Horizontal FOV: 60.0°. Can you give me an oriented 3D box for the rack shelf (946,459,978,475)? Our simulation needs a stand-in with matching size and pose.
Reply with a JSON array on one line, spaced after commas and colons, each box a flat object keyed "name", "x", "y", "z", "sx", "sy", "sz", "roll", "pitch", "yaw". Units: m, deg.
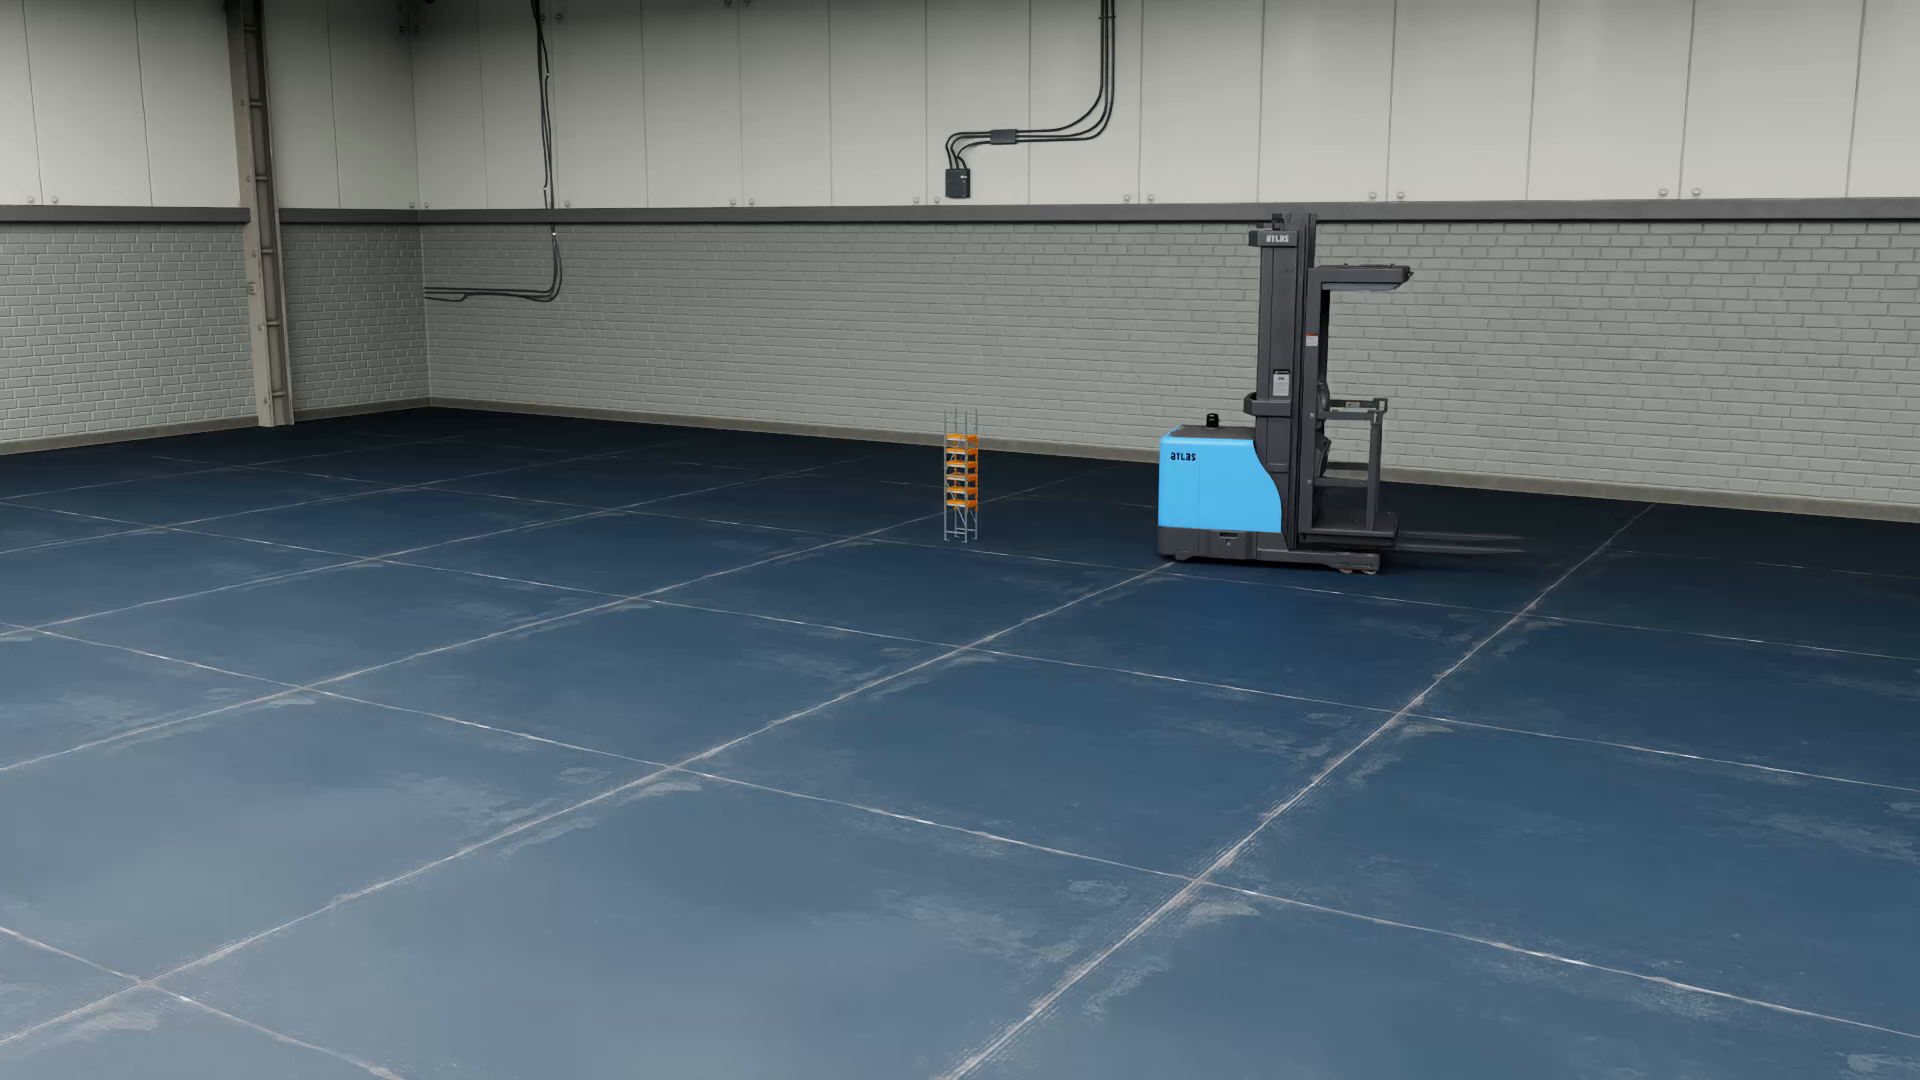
[{"name": "rack shelf", "x": 0.008, "y": -0.666, "z": 15.138, "sx": 0.258, "sy": 0.103, "sz": 0.180, "roll": 6, "pitch": 12, "yaw": 31}]

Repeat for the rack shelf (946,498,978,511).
[{"name": "rack shelf", "x": 0.008, "y": -0.312, "z": 15.204, "sx": 0.258, "sy": 0.103, "sz": 0.180, "roll": 6, "pitch": 12, "yaw": 31}]

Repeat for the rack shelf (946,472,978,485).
[{"name": "rack shelf", "x": 0.008, "y": -0.548, "z": 15.160, "sx": 0.258, "sy": 0.103, "sz": 0.180, "roll": 6, "pitch": 12, "yaw": 31}]

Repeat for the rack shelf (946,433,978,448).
[{"name": "rack shelf", "x": 0.008, "y": -0.902, "z": 15.094, "sx": 0.258, "sy": 0.103, "sz": 0.180, "roll": 6, "pitch": 12, "yaw": 31}]

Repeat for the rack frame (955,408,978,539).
[{"name": "rack frame", "x": 0.055, "y": -0.606, "z": 15.229, "sx": 0.240, "sy": 1.200, "sz": 0.006, "roll": 6, "pitch": 12, "yaw": 31}]

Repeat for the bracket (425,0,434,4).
[{"name": "bracket", "x": -8.198, "y": -8.270, "z": 25.189, "sx": 0.235, "sy": 0.232, "sz": 0.430, "roll": 6, "pitch": 12, "yaw": 31}]

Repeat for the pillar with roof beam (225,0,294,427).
[{"name": "pillar with roof beam", "x": -6.268, "y": -5.685, "z": 21.164, "sx": 9.100, "sy": 9.000, "sz": 0.400, "roll": 6, "pitch": 12, "yaw": 31}]

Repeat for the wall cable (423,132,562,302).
[{"name": "wall cable", "x": -7.287, "y": -4.907, "z": 25.447, "sx": 3.097, "sy": 2.526, "sz": 0.112, "roll": 6, "pitch": 12, "yaw": 31}]

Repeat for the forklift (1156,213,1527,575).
[{"name": "forklift", "x": 3.260, "y": -1.265, "z": 14.039, "sx": 3.031, "sy": 2.935, "sz": 1.130, "roll": 3, "pitch": 11, "yaw": 16}]

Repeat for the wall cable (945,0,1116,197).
[{"name": "wall cable", "x": 0.818, "y": -7.196, "z": 19.991, "sx": 2.305, "sy": 6.003, "sz": 0.169, "roll": 6, "pitch": 12, "yaw": 31}]

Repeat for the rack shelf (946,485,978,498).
[{"name": "rack shelf", "x": 0.008, "y": -0.430, "z": 15.182, "sx": 0.258, "sy": 0.103, "sz": 0.180, "roll": 6, "pitch": 12, "yaw": 31}]

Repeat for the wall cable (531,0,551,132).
[{"name": "wall cable", "x": -4.975, "y": -7.131, "z": 23.602, "sx": 3.097, "sy": 2.526, "sz": 0.112, "roll": 6, "pitch": 12, "yaw": 31}]

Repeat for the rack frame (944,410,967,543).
[{"name": "rack frame", "x": -0.040, "y": -0.578, "z": 15.075, "sx": 0.240, "sy": 1.200, "sz": 0.006, "roll": 6, "pitch": 12, "yaw": 31}]

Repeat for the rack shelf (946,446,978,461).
[{"name": "rack shelf", "x": 0.008, "y": -0.784, "z": 15.116, "sx": 0.258, "sy": 0.103, "sz": 0.180, "roll": 6, "pitch": 12, "yaw": 31}]

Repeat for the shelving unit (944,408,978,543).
[{"name": "shelving unit", "x": 0.008, "y": -0.592, "z": 15.152, "sx": 0.258, "sy": 1.200, "sz": 0.189, "roll": 6, "pitch": 12, "yaw": 31}]
